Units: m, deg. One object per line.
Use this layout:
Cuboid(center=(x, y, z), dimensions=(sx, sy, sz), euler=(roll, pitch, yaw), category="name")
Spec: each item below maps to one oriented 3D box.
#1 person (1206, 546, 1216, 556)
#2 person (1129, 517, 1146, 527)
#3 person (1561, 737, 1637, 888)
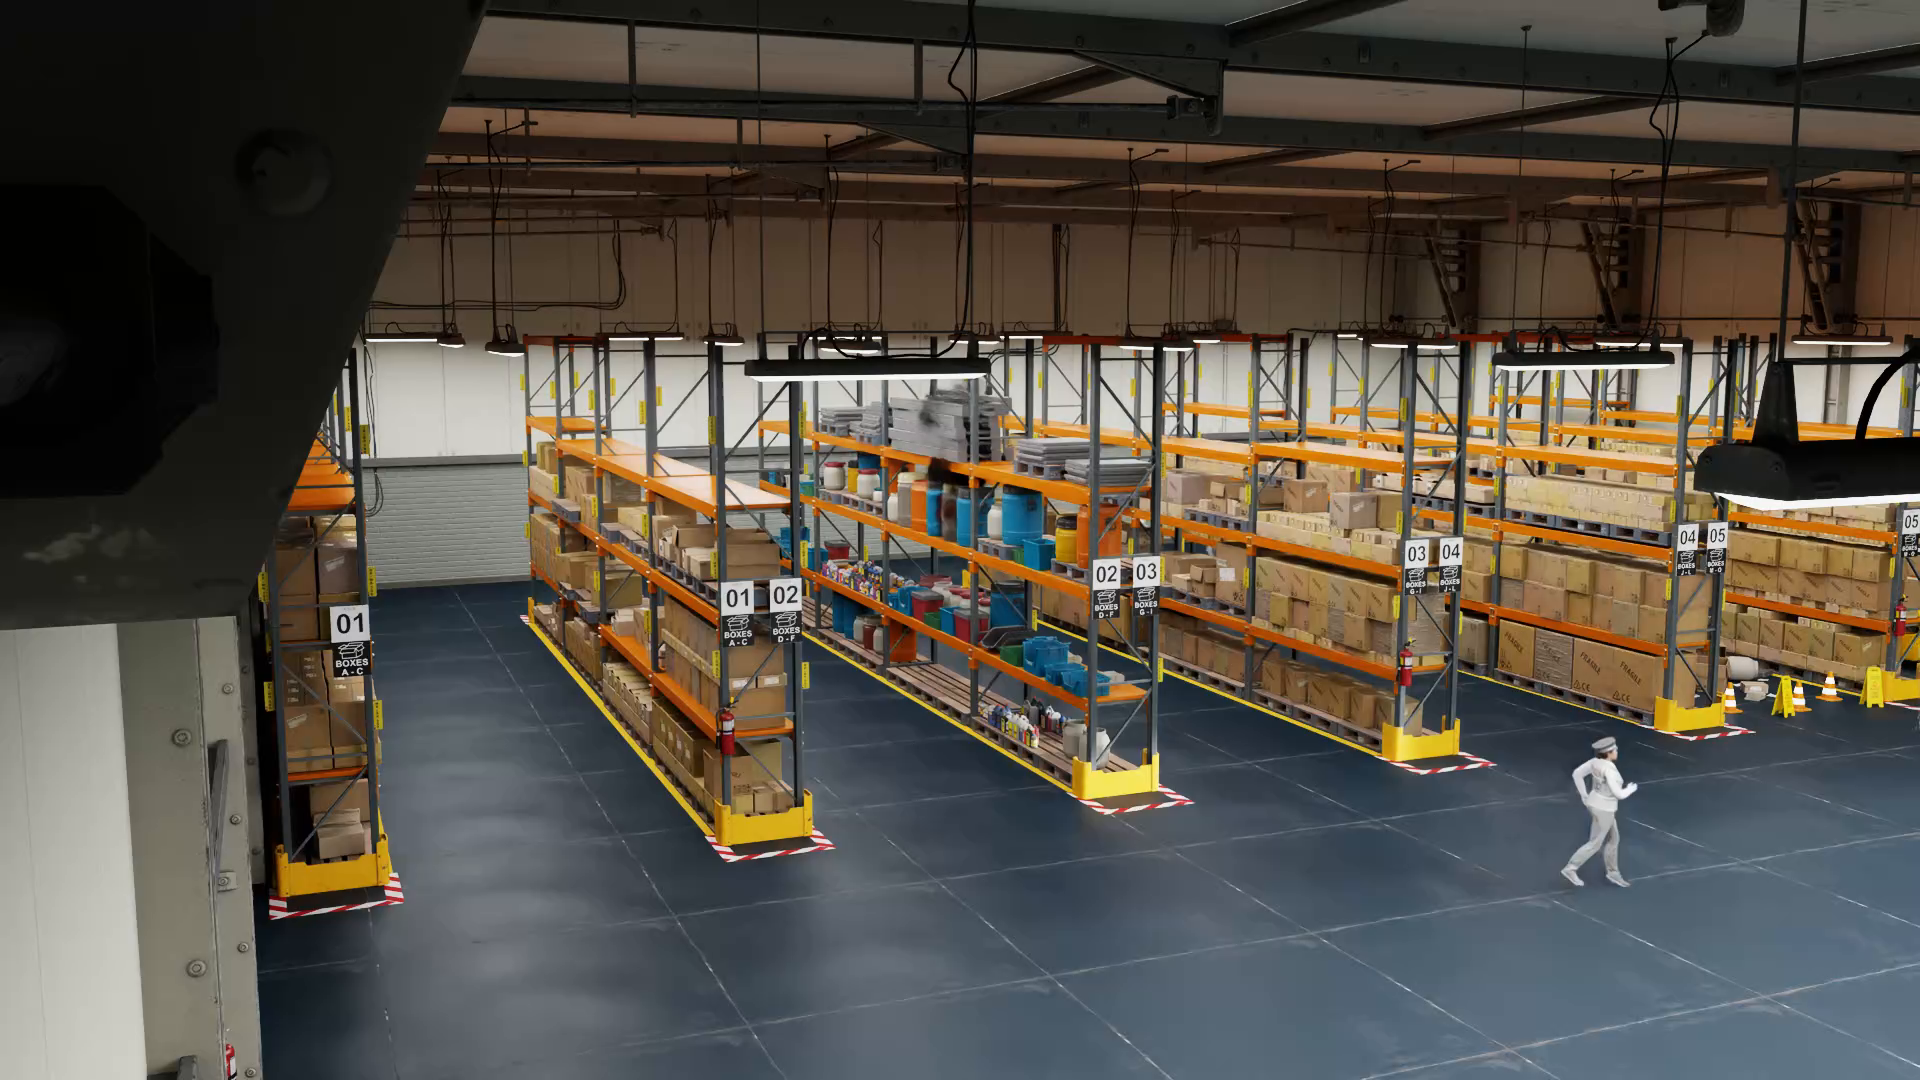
Cuboid(center=(6.545, -0.134, 42.281), dimensions=(0.760, 1.681, 0.715), euler=(-4, 9, -30), category="person")
Cuboid(center=(4.419, 0.000, 41.421), dimensions=(0.764, 1.728, 0.749), euler=(-4, 9, -28), category="person")
Cuboid(center=(7.094, 3.041, 18.467), dimensions=(0.806, 1.743, 0.612), euler=(0, 8, 2), category="person")
